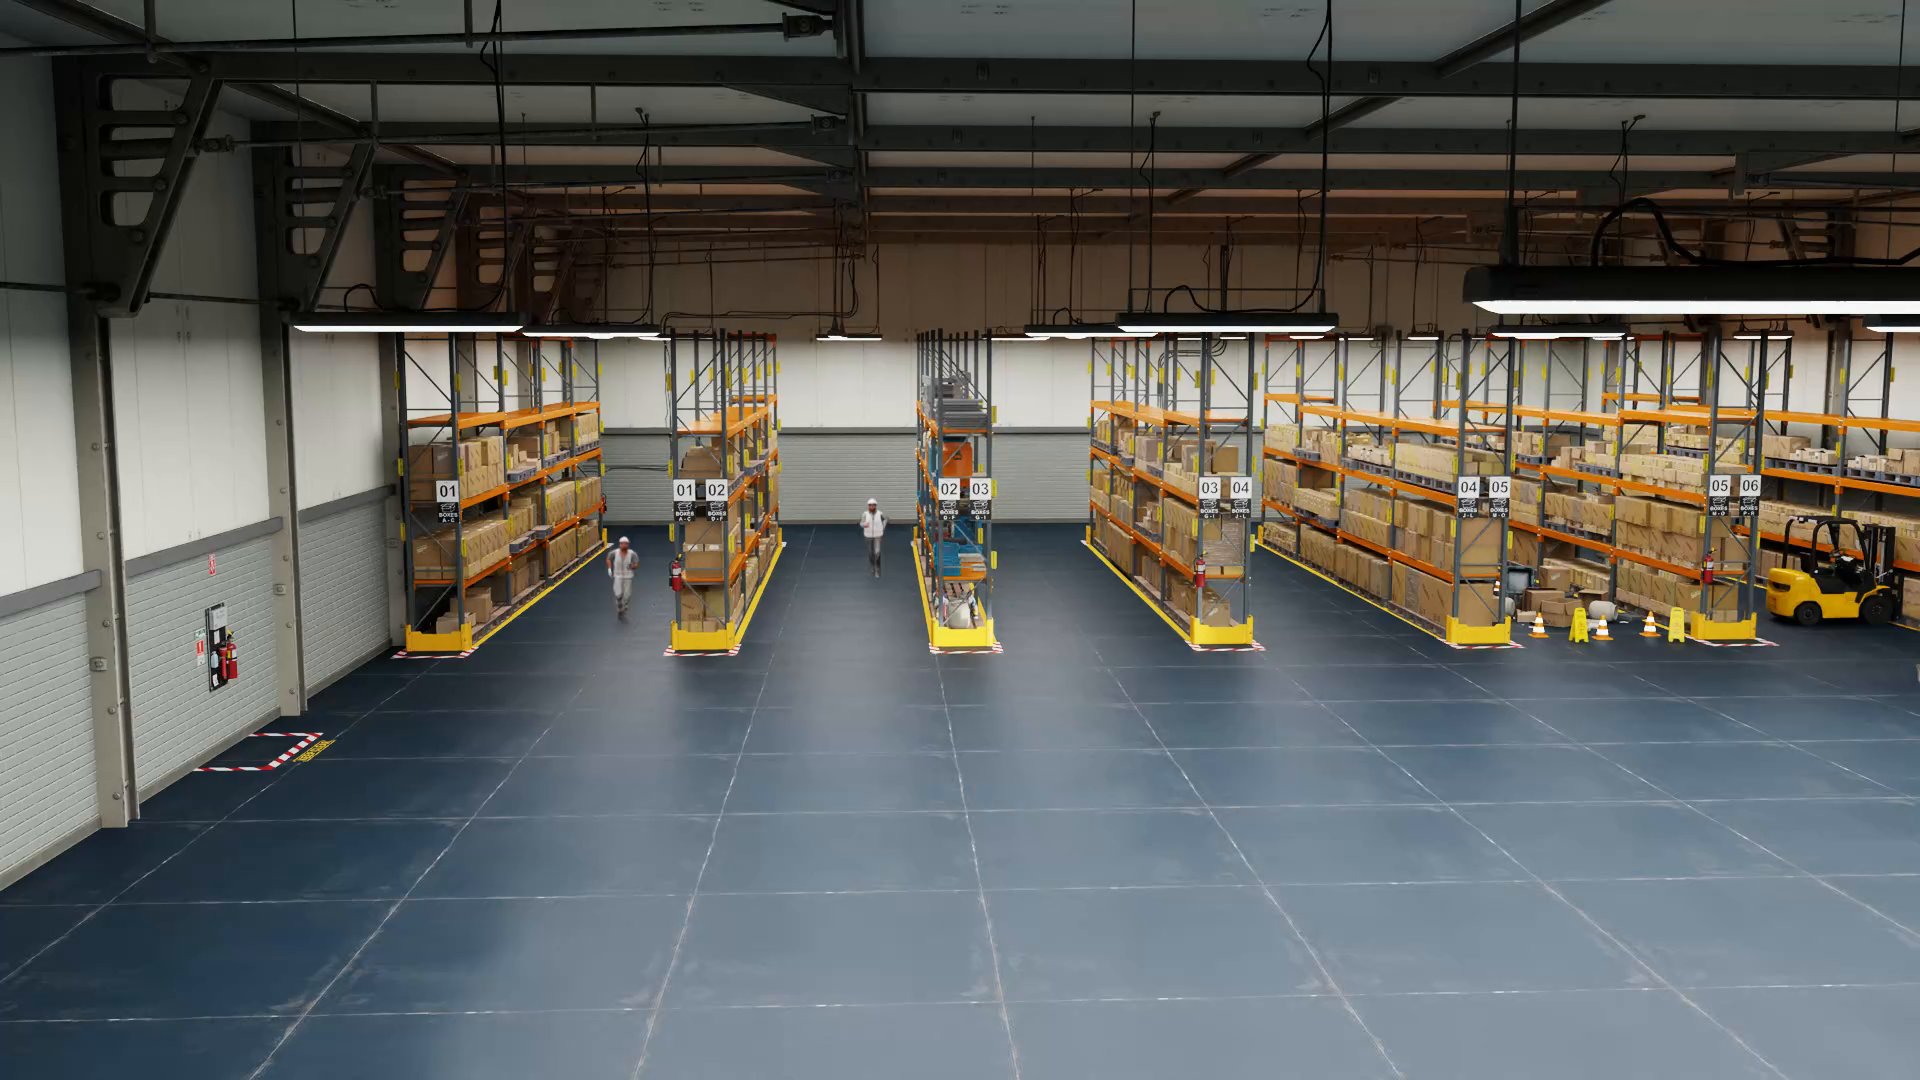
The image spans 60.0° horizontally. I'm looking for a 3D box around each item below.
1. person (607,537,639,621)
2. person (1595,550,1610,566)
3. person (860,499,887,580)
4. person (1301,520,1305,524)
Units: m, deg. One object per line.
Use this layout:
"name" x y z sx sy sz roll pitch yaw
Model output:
"person" -6.942 0.803 34.297 0.647 1.750 0.735 -2 7 -14
"person" 16.211 -0.003 41.634 0.708 1.691 0.601 -1 7 -4
"person" -2.047 -0.036 39.227 0.638 1.889 0.757 0 7 1
"person" 9.983 -0.815 48.904 0.830 1.620 0.704 6 9 42
